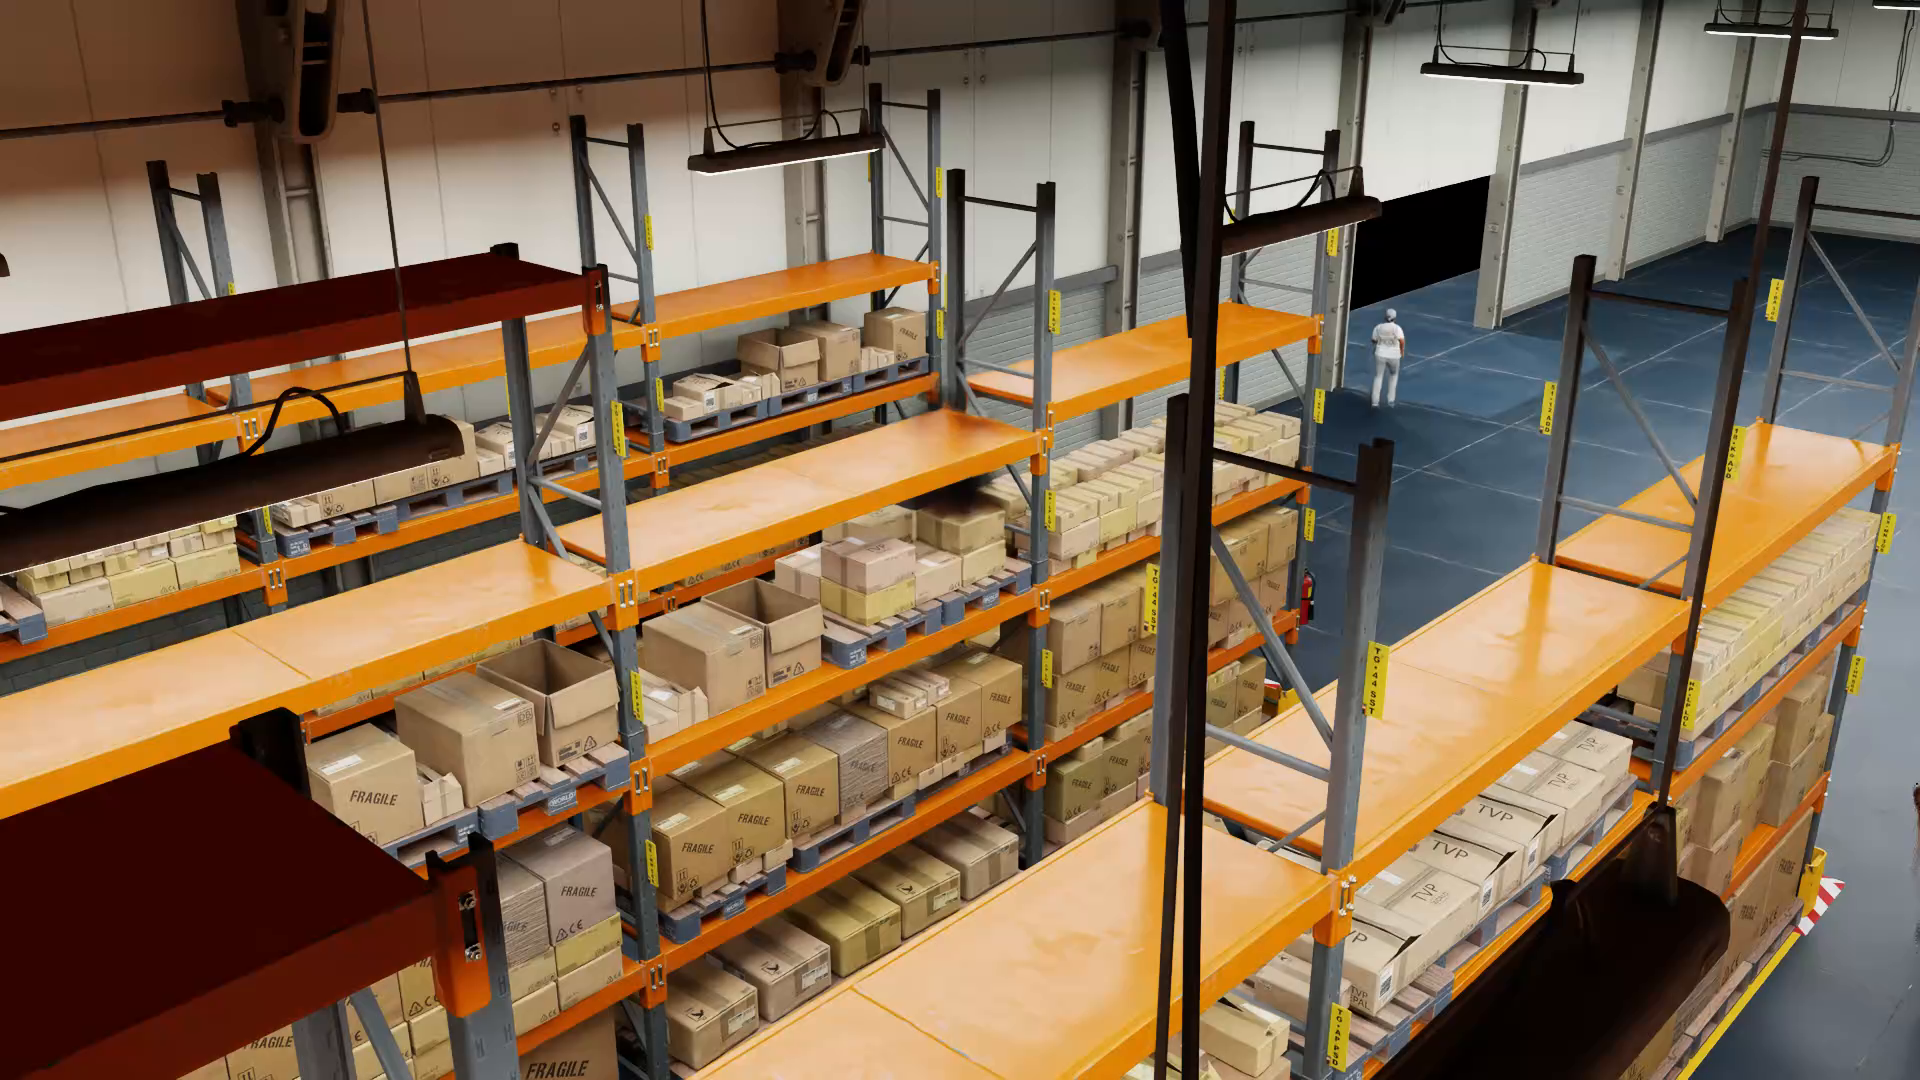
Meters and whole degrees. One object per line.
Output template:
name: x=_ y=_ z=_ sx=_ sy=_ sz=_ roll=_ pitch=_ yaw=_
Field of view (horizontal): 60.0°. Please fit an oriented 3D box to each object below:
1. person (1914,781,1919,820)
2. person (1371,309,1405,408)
person: x=8.175 y=2.356 z=13.602 sx=0.743 sy=1.744 sz=0.651 roll=12 pitch=24 yaw=29
person: x=7.006 y=-2.941 z=27.310 sx=0.581 sy=1.727 sz=0.771 roll=8 pitch=23 yaw=19
